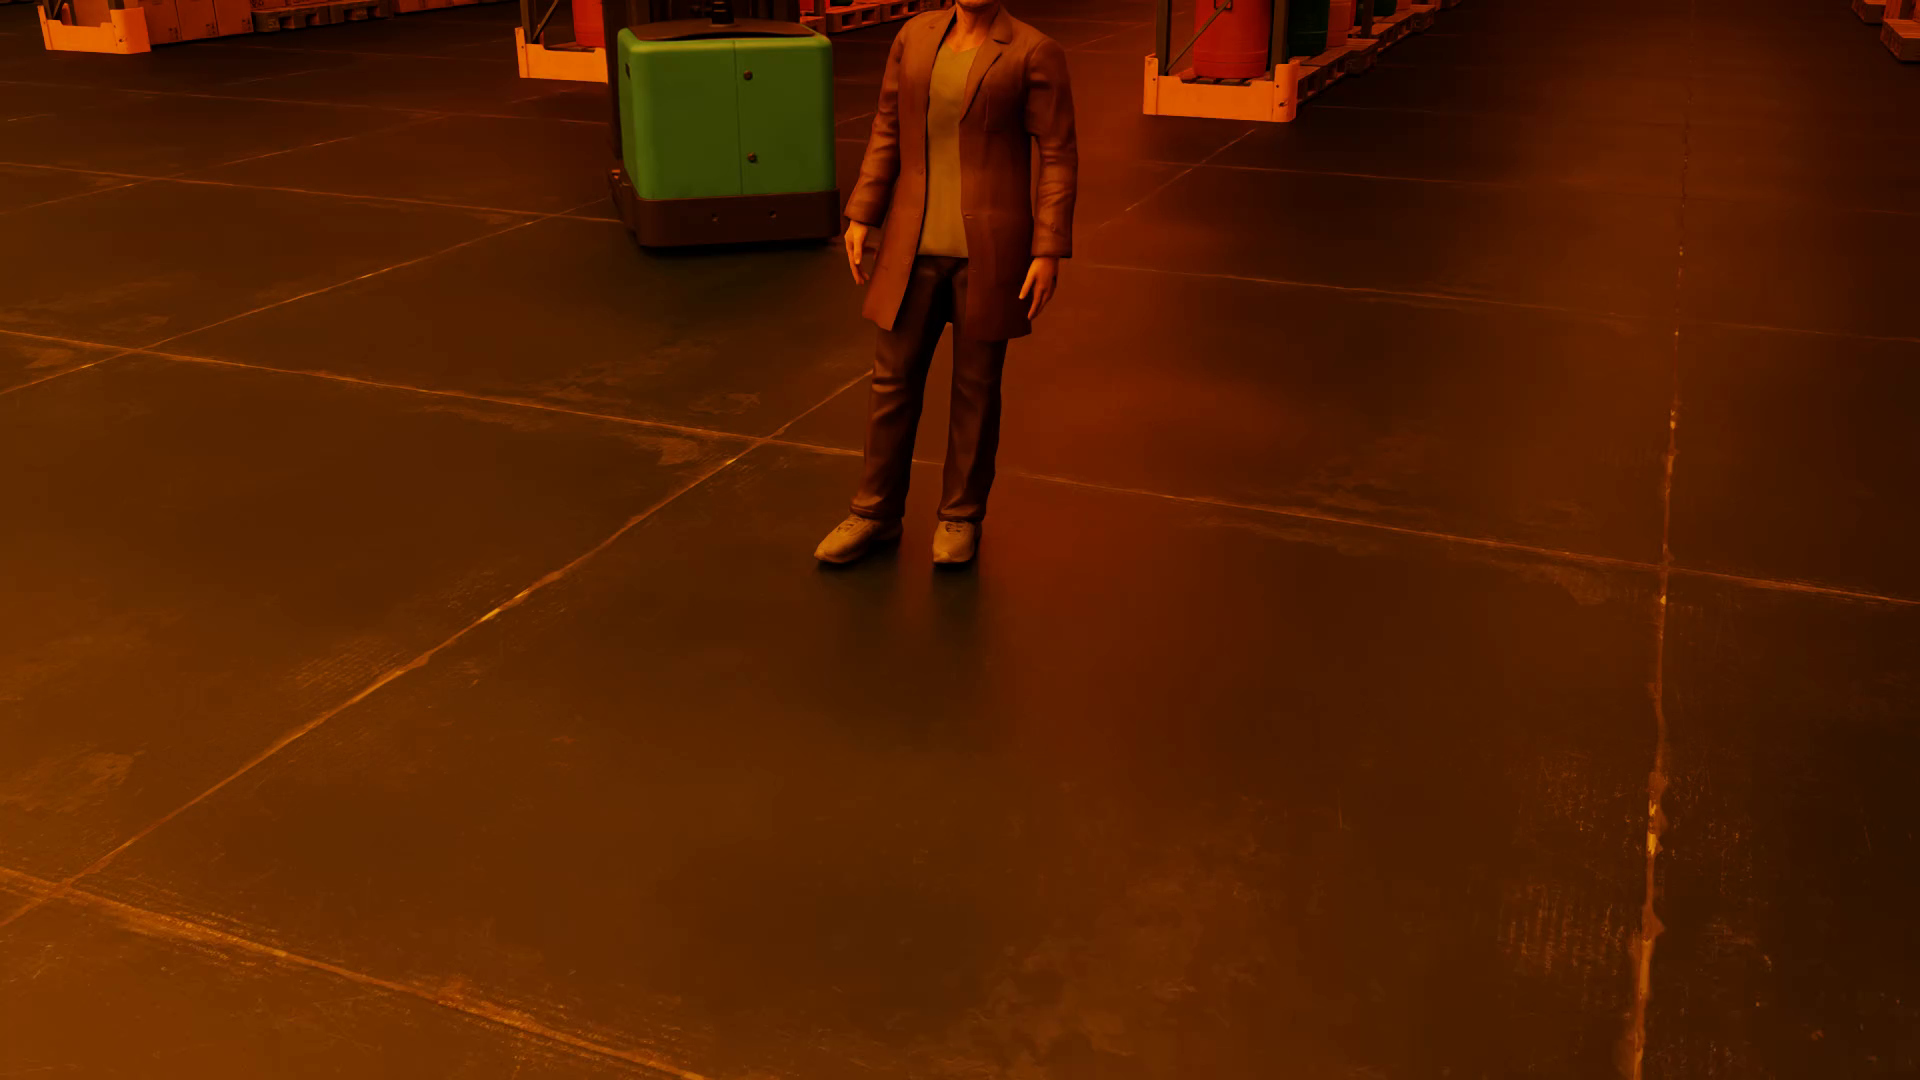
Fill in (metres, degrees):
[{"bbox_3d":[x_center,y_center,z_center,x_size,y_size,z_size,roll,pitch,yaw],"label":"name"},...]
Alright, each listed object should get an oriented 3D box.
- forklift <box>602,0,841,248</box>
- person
[{"bbox_3d":[-1.510,-3.387,9.396,1.130,2.935,3.031,-6,23,-14],"label":"forklift"},{"bbox_3d":[-0.039,-0.795,4.672,0.696,1.776,0.582,9,24,21],"label":"person"}]
